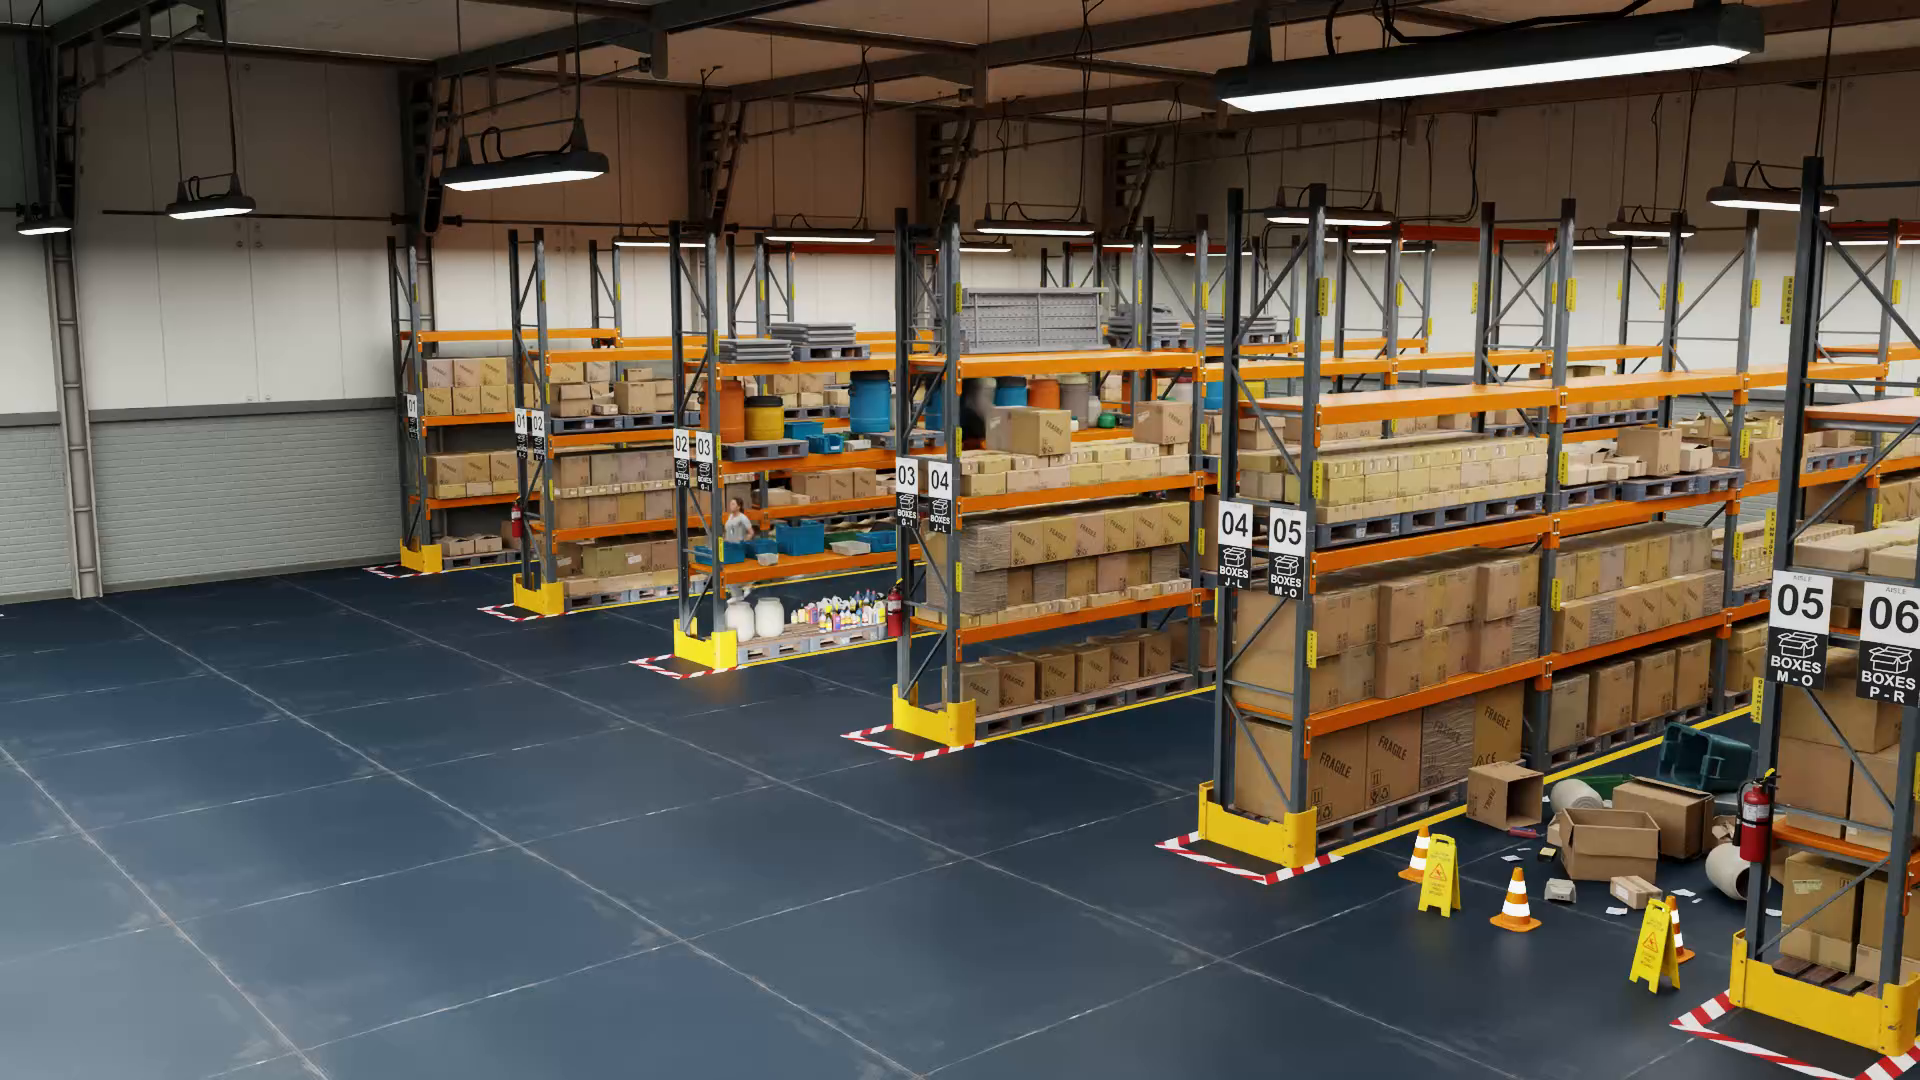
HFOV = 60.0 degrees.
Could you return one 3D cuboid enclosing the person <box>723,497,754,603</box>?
[{"bbox_3d":[-3.452,0.151,25.592,0.565,1.641,0.527,8,12,44],"label":"person"}]
